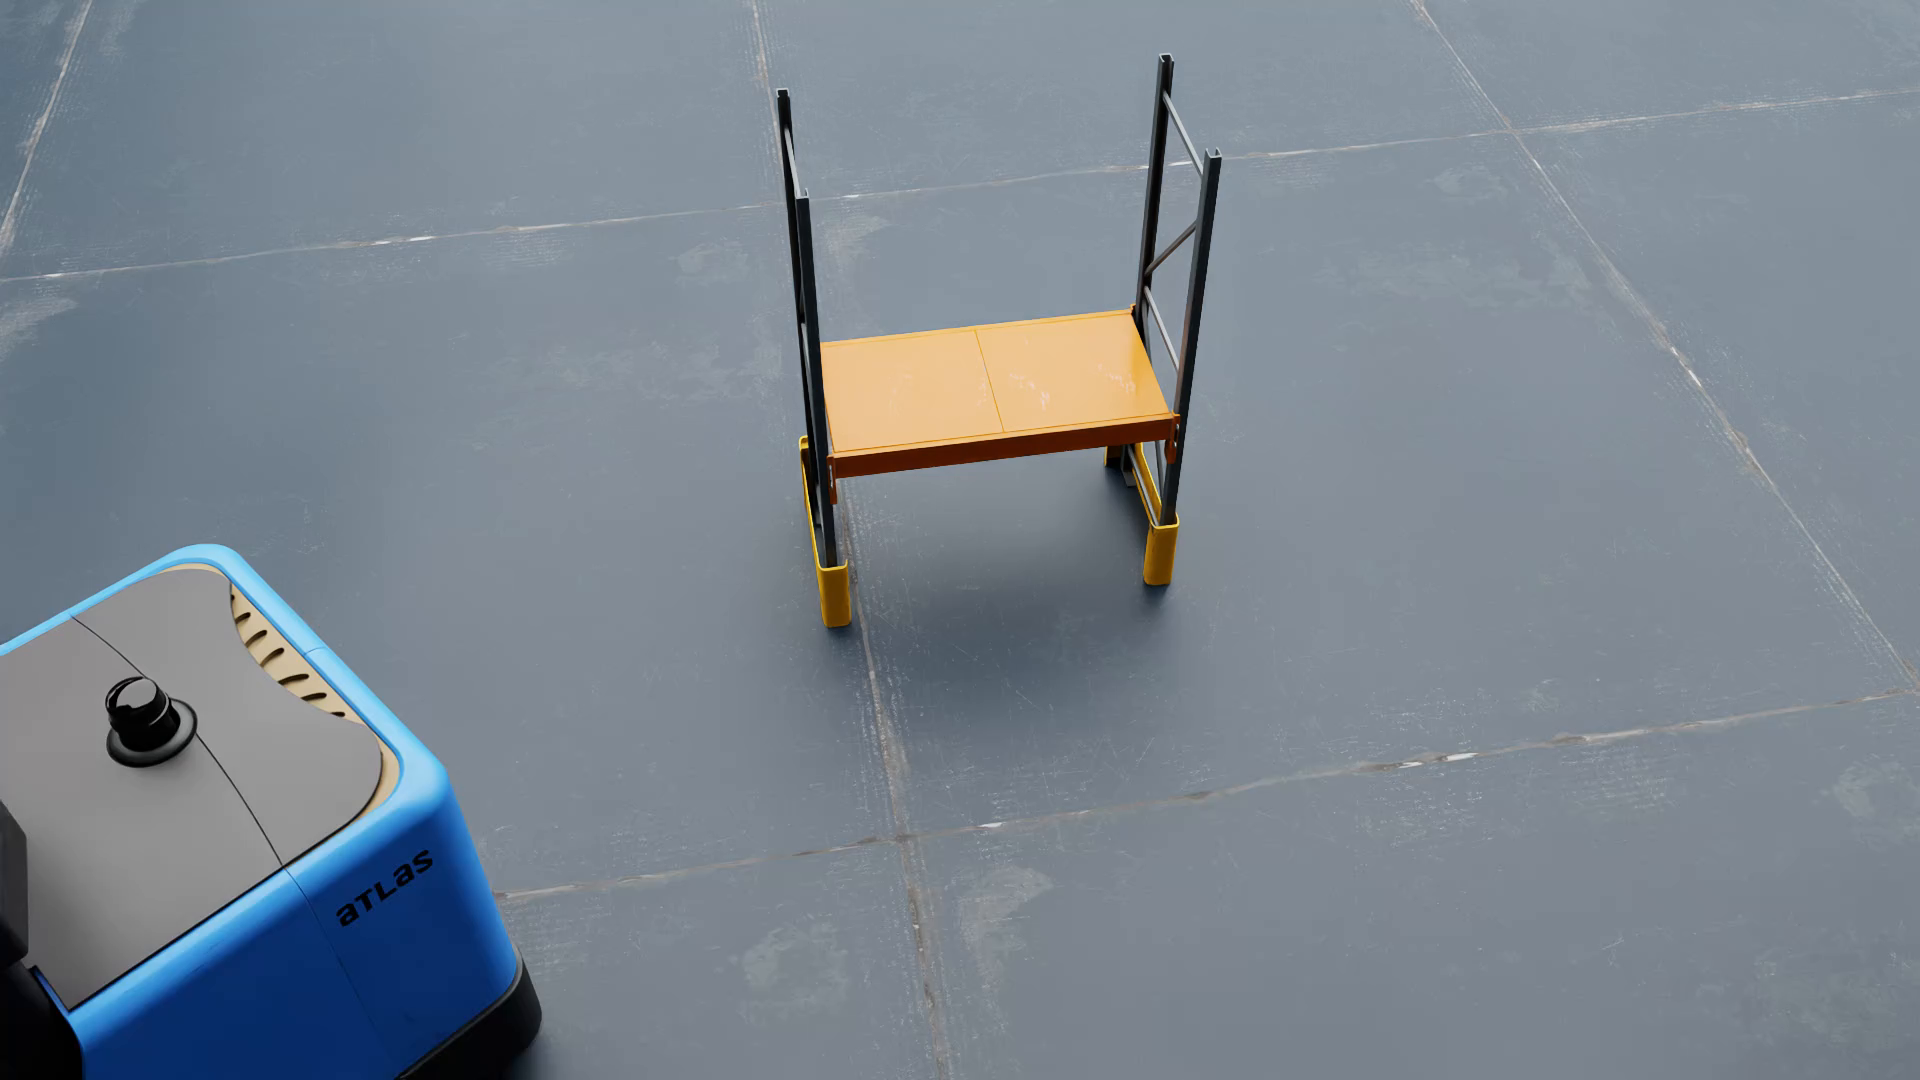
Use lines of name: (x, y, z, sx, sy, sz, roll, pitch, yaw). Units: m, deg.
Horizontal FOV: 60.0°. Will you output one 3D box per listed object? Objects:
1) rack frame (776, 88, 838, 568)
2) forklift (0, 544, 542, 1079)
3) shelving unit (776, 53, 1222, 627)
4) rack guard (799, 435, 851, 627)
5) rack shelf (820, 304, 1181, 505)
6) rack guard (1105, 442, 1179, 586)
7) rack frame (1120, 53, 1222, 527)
rack frame: (-0.417, -0.468, 4.660, 0.032, 1.500, 0.500, -7, 46, -7)
forklift: (-2.410, 0.707, 2.533, 1.130, 2.935, 3.031, 36, 56, 29)
shelving unit: (0.075, -0.530, 4.719, 1.083, 1.500, 0.587, -7, 46, -7)
rack guard: (-0.416, -0.035, 5.110, 0.087, 0.250, 0.587, -7, 46, -7)
rack shelf: (0.084, -0.406, 4.850, 1.000, 0.185, 0.538, -7, 46, -7)
rack guard: (0.566, -0.157, 5.228, 0.087, 0.250, 0.587, -7, 46, -7)
rack frame: (0.585, -0.593, 4.780, 0.032, 1.500, 0.500, -7, 46, -7)
